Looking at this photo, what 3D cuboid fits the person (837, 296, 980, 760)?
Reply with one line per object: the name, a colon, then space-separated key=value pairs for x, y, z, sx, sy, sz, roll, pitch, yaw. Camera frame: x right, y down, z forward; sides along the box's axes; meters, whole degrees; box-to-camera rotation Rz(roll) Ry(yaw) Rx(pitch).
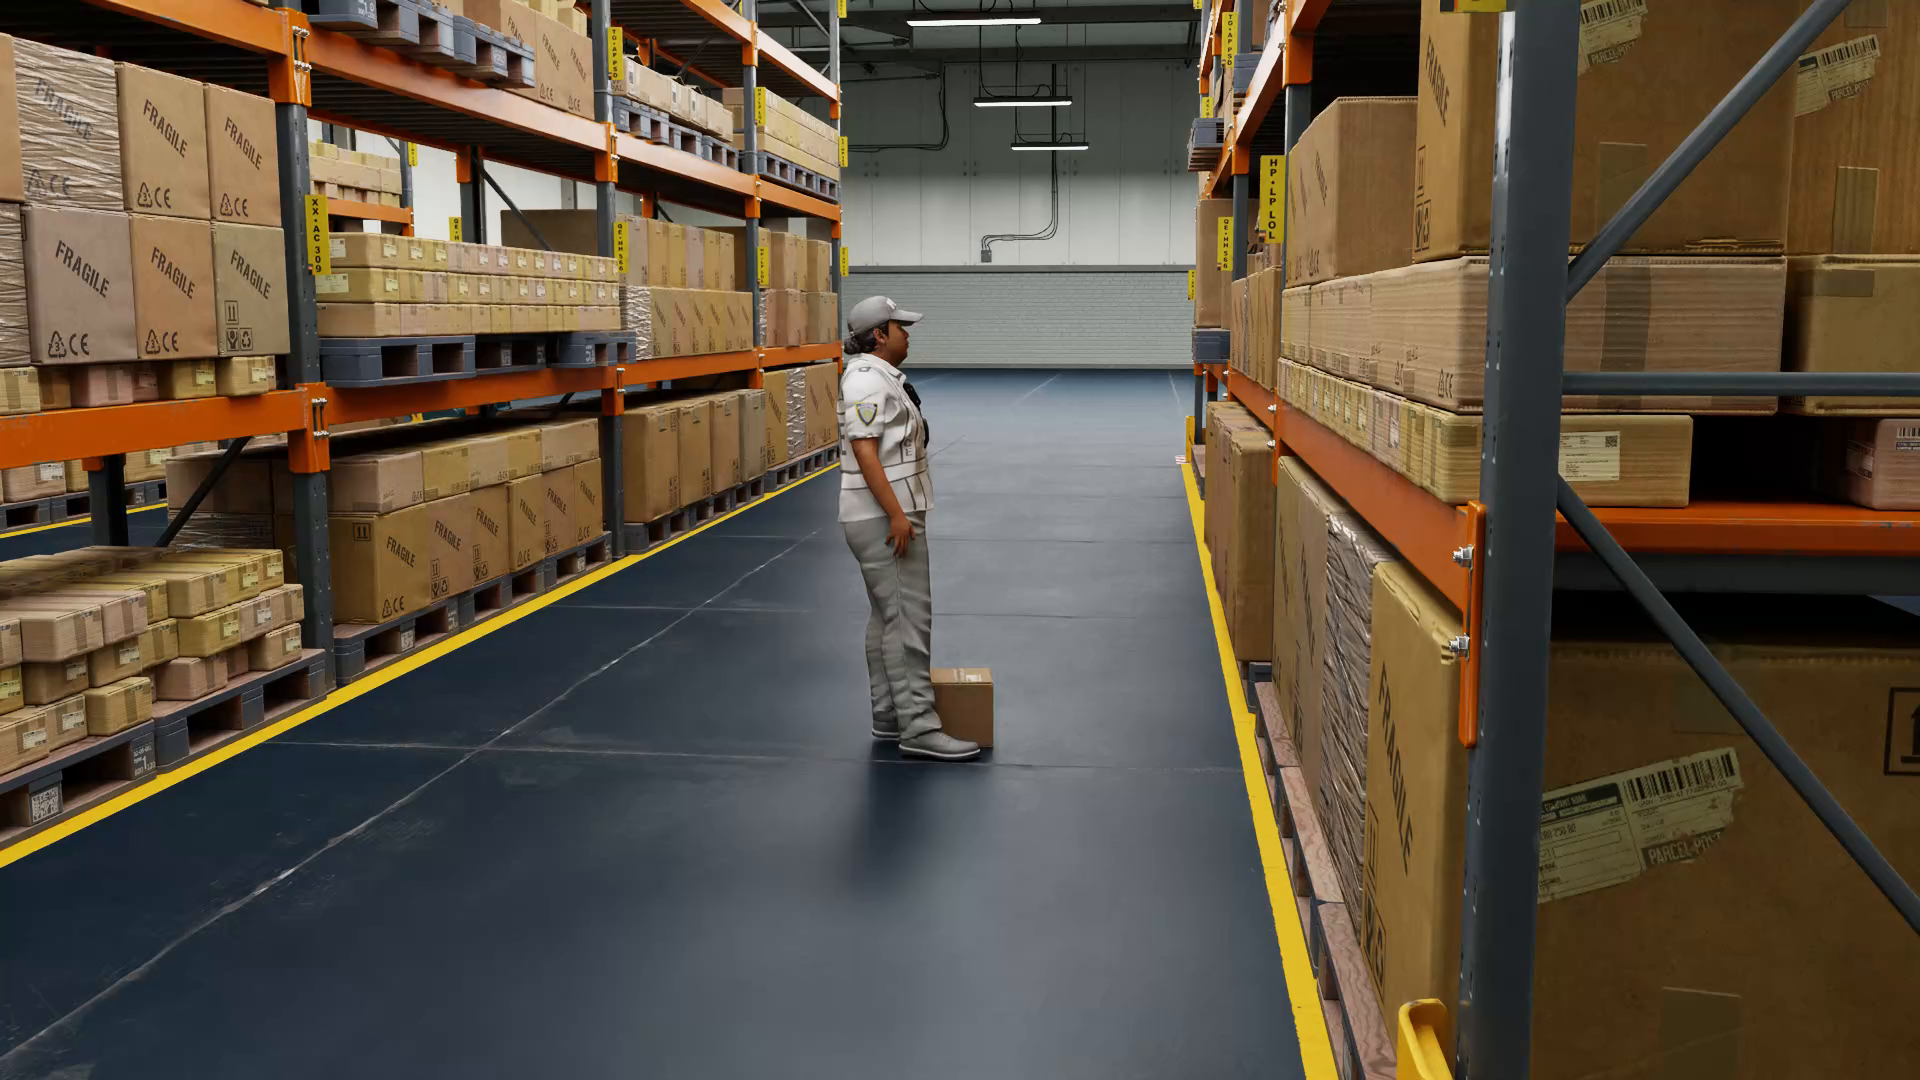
person: x=-0.192 y=-0.066 z=6.196 sx=0.529 sy=1.670 sz=0.599 roll=0 pitch=8 yaw=0
